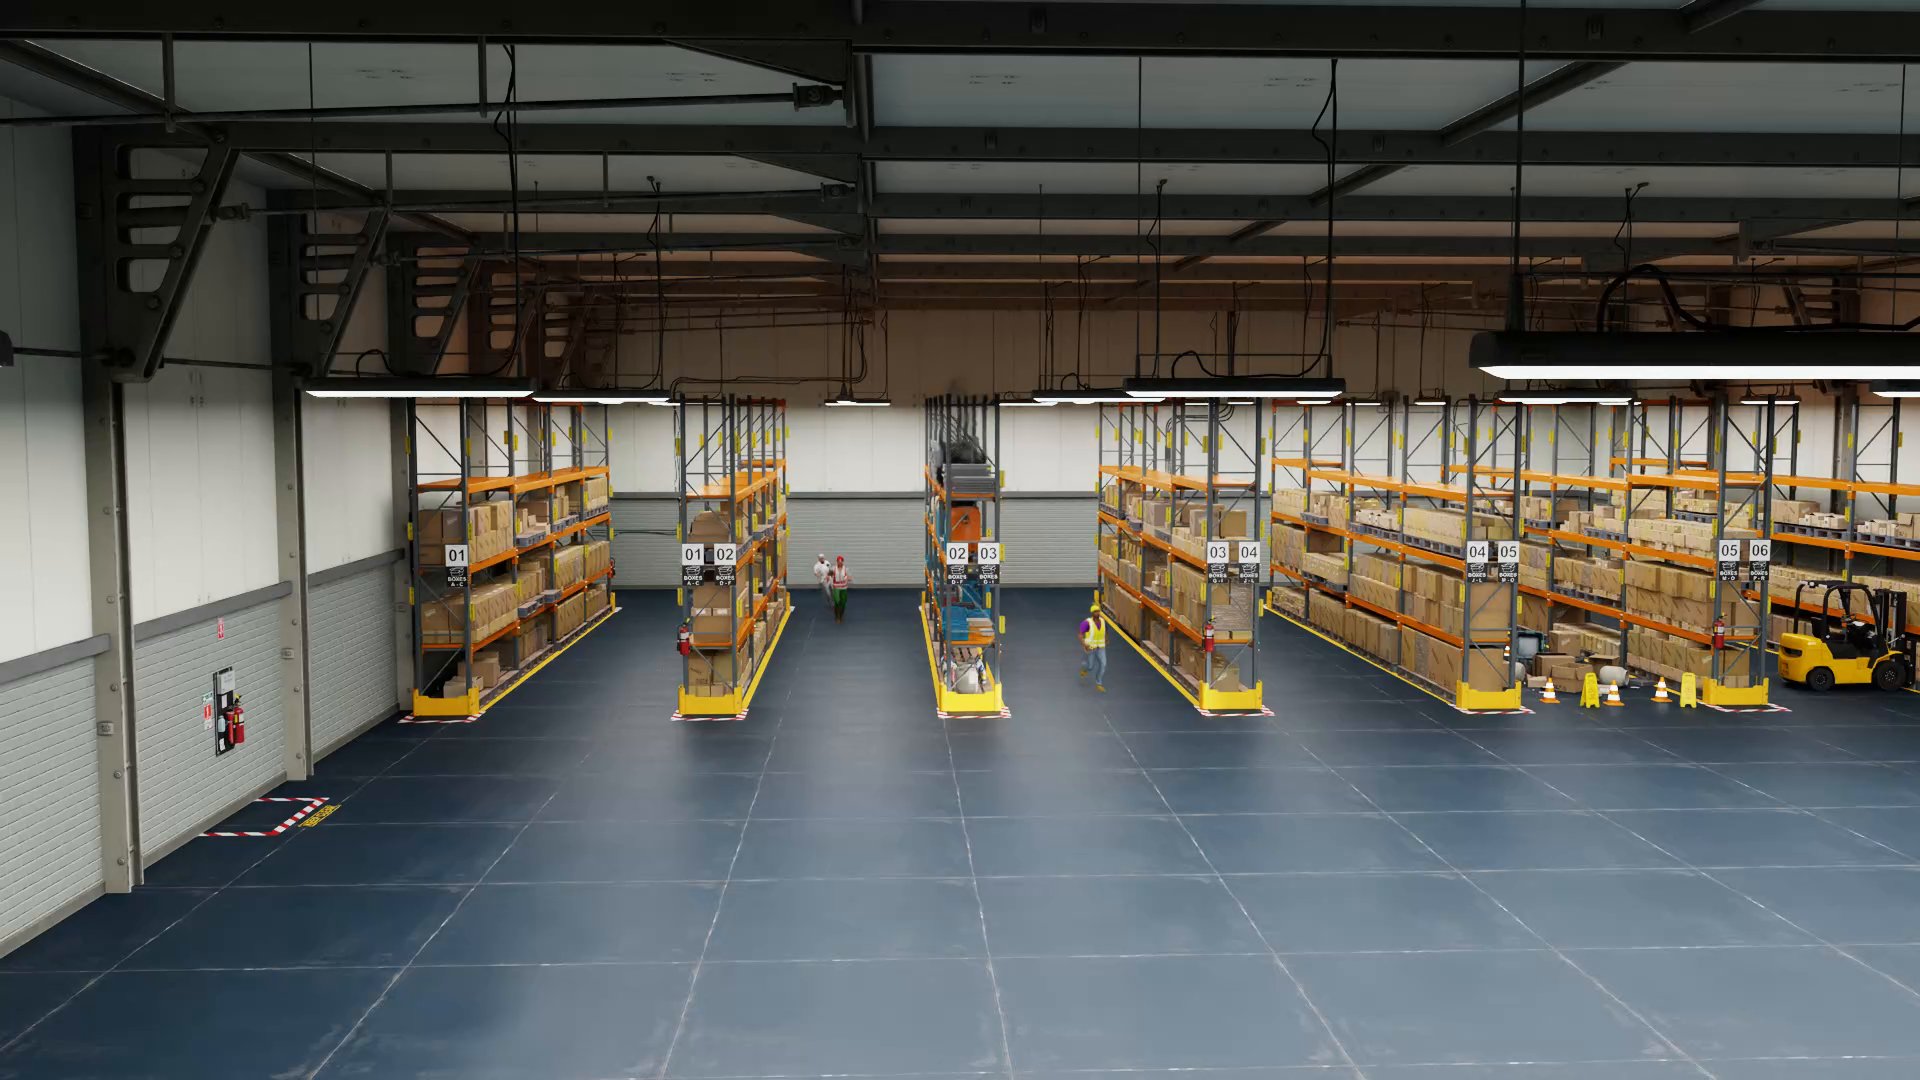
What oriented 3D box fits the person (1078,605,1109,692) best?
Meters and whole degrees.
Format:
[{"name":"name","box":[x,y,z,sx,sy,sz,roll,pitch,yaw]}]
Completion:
[{"name":"person","box":[2.753,2.194,34.033,0.696,1.726,0.853,-1,5,-17]}]

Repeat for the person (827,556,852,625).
[{"name":"person","box":[-3.198,1.339,44.193,0.648,1.845,0.773,-1,5,-14]}]

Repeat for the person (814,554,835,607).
[{"name":"person","box":[-3.825,1.159,47.811,0.799,1.561,0.614,-3,5,-32]}]
